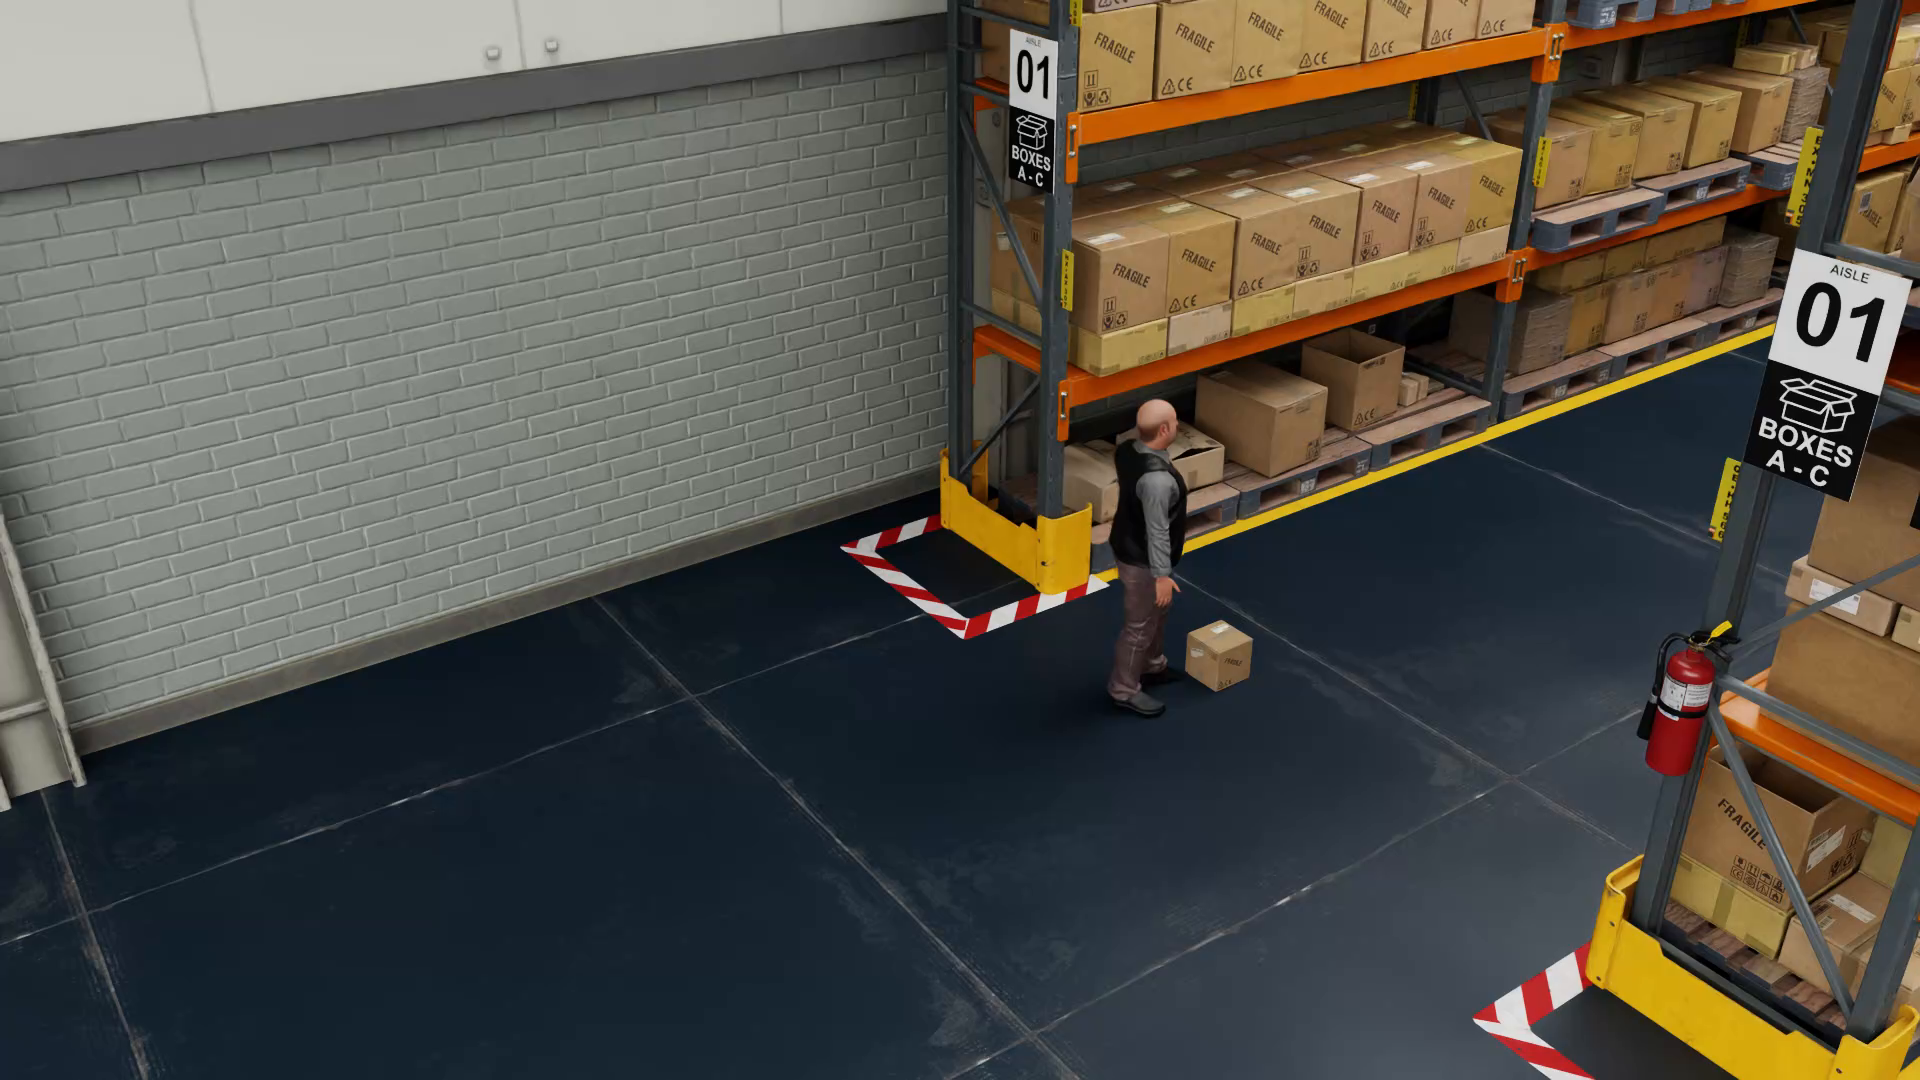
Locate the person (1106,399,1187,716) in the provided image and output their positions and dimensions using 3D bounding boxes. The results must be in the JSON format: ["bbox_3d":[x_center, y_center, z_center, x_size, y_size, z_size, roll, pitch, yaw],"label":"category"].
[{"bbox_3d":[1.016,0.110,8.468,0.496,1.758,0.583,-3,29,-5],"label":"person"}]
